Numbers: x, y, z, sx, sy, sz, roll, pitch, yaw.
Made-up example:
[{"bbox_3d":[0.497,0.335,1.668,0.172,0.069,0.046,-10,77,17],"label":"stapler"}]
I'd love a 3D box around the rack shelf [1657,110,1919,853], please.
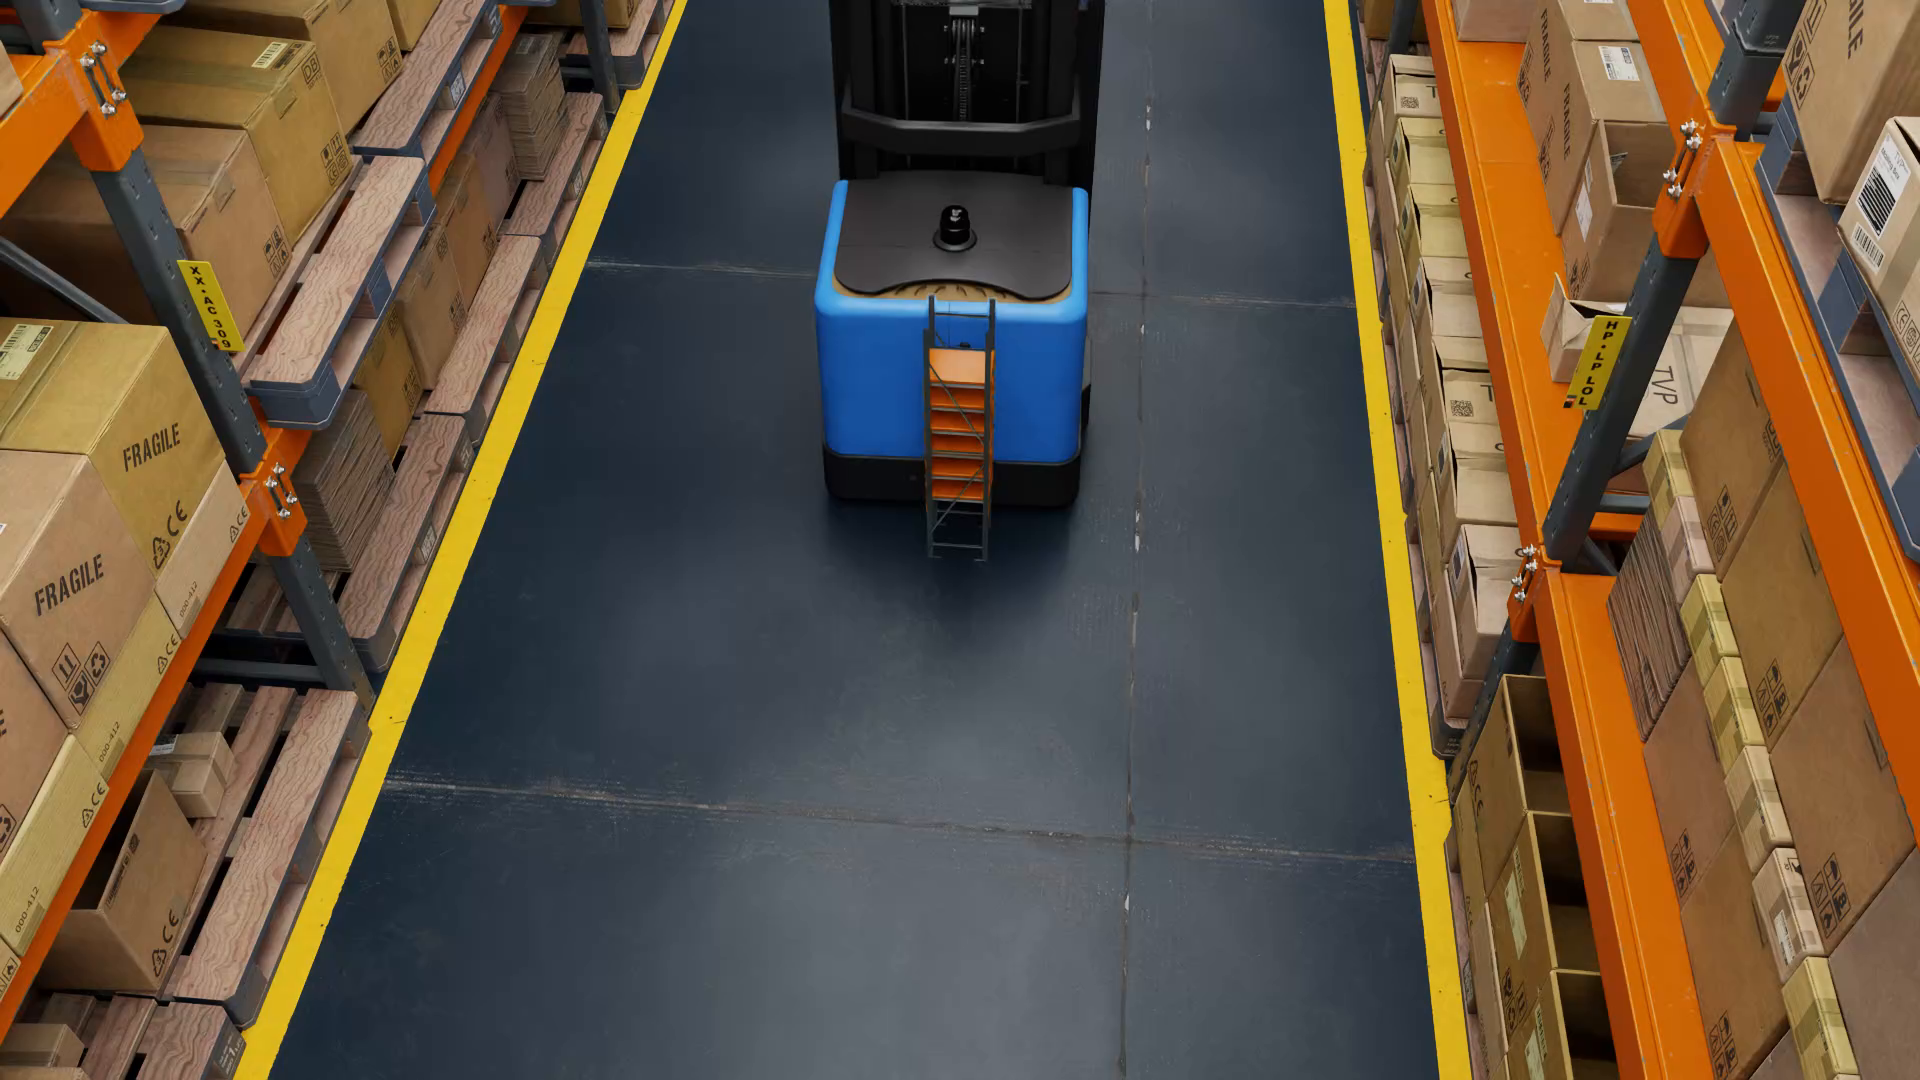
[{"bbox_3d":[2.063,0.623,2.628,1.077,0.370,4.000,4,48,4],"label":"rack shelf"}]

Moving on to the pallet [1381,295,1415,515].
[{"bbox_3d":[2.382,-0.579,7.162,1.003,0.211,1.213,4,48,4],"label":"pallet"}]

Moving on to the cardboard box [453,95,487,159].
[{"bbox_3d":[-2.452,-1.957,7.421,0.500,0.250,0.500,5,48,4],"label":"cardboard box"}]

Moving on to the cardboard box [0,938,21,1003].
[{"bbox_3d":[-2.559,1.111,3.815,0.500,0.250,0.500,4,48,4],"label":"cardboard box"}]

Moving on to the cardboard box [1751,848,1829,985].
[{"bbox_3d":[1.914,0.802,3.502,0.380,0.149,0.250,3,48,2],"label":"cardboard box"}]

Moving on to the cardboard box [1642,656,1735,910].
[{"bbox_3d":[2.169,0.604,4.123,0.700,0.500,0.500,3,48,3],"label":"cardboard box"}]

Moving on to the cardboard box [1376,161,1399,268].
[{"bbox_3d":[2.224,-1.496,7.690,0.500,0.250,0.500,3,48,2],"label":"cardboard box"}]

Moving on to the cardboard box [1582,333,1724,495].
[{"bbox_3d":[2.246,-0.391,5.202,0.500,0.250,0.500,7,48,6],"label":"cardboard box"}]

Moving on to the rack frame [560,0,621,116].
[{"bbox_3d":[-2.324,-3.347,7.804,1.000,3.000,0.127,4,48,4],"label":"rack frame"}]

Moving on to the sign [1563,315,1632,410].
[{"bbox_3d":[1.704,-0.470,4.442,0.100,0.325,0.005,4,48,4],"label":"sign"}]

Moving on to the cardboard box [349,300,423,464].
[{"bbox_3d":[-2.641,-0.637,6.722,0.700,0.500,0.500,3,48,3],"label":"cardboard box"}]

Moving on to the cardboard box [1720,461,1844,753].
[{"bbox_3d":[2.166,0.149,3.660,0.700,0.500,0.500,4,48,3],"label":"cardboard box"}]

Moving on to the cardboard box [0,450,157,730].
[{"bbox_3d":[-2.463,0.119,4.214,0.500,0.500,0.500,4,48,3],"label":"cardboard box"}]

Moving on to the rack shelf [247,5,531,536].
[{"bbox_3d":[-2.506,-1.634,6.725,1.077,0.370,4.000,4,48,4],"label":"rack shelf"}]

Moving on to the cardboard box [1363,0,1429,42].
[{"bbox_3d":[2.461,-3.024,8.905,0.500,0.500,0.500,6,48,5],"label":"cardboard box"}]

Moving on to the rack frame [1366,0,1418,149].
[{"bbox_3d":[2.610,-3.016,7.502,1.000,3.000,0.127,4,48,4],"label":"rack frame"}]

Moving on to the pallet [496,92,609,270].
[{"bbox_3d":[-2.397,-1.831,8.308,1.003,0.211,1.213,4,48,4],"label":"pallet"}]

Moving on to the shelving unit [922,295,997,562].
[{"bbox_3d":[-0.001,-0.394,6.323,0.258,1.200,0.189,4,48,4],"label":"shelving unit"}]

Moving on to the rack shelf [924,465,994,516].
[{"bbox_3d":[-0.001,-0.202,6.533,0.258,0.103,0.180,4,48,4],"label":"rack shelf"}]

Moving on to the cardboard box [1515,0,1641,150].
[{"bbox_3d":[2.473,-1.816,6.336,0.500,0.500,0.500,2,48,1],"label":"cardboard box"}]

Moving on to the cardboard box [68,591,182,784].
[{"bbox_3d":[-2.483,0.370,4.492,0.500,0.250,0.500,4,48,4],"label":"cardboard box"}]

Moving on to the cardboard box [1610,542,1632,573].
[{"bbox_3d":[2.531,0.233,5.729,0.500,0.311,0.500,4,48,4],"label":"cardboard box"}]

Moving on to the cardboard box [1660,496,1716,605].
[{"bbox_3d":[2.005,0.039,4.200,0.380,0.149,0.250,5,48,4],"label":"cardboard box"}]

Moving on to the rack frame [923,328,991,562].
[{"bbox_3d":[-0.010,-0.327,6.262,0.240,1.200,0.006,4,48,4],"label":"rack frame"}]

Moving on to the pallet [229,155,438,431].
[{"bbox_3d":[-2.474,-0.894,5.691,1.003,0.211,1.213,4,48,4],"label":"pallet"}]

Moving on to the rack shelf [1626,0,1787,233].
[{"bbox_3d":[2.427,-2.316,5.316,1.077,0.370,4.000,4,48,4],"label":"rack shelf"}]

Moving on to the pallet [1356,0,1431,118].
[{"bbox_3d":[2.715,-2.621,9.030,1.003,0.211,1.213,4,48,4],"label":"pallet"}]

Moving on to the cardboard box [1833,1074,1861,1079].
[{"bbox_3d":[1.865,1.176,3.160,0.380,0.149,0.250,3,48,3],"label":"cardboard box"}]

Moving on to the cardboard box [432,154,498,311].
[{"bbox_3d":[-2.517,-1.381,7.402,0.700,0.500,0.500,4,48,3],"label":"cardboard box"}]

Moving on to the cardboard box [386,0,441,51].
[{"bbox_3d":[-2.448,-2.266,6.450,0.700,0.500,0.500,4,48,4],"label":"cardboard box"}]

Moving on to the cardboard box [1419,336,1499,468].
[{"bbox_3d":[2.085,-0.546,6.441,0.500,0.311,0.500,4,48,3],"label":"cardboard box"}]

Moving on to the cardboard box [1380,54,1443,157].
[{"bbox_3d":[2.269,-2.054,7.821,0.500,0.311,0.500,5,48,5],"label":"cardboard box"}]

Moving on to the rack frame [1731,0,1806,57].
[{"bbox_3d":[2.245,-2.102,2.600,1.000,3.000,0.127,4,48,4],"label":"rack frame"}]

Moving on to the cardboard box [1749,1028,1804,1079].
[{"bbox_3d":[2.074,1.349,3.442,0.700,0.500,0.500,5,48,5],"label":"cardboard box"}]

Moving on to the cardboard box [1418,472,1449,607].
[{"bbox_3d":[2.042,0.013,6.310,0.500,0.250,0.500,3,48,3],"label":"cardboard box"}]

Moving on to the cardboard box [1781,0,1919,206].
[{"bbox_3d":[1.937,-0.960,3.141,0.500,0.500,0.500,7,48,7],"label":"cardboard box"}]

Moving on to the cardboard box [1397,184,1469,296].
[{"bbox_3d":[2.181,-1.293,7.125,0.500,0.311,0.500,3,48,2],"label":"cardboard box"}]

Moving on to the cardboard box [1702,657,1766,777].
[{"bbox_3d":[1.961,0.422,3.850,0.380,0.149,0.250,3,48,3],"label":"cardboard box"}]

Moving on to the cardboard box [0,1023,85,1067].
[{"bbox_3d":[-2.854,1.580,4.932,0.380,0.149,0.250,0,48,0],"label":"cardboard box"}]

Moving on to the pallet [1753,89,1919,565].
[{"bbox_3d":[2.193,-0.431,3.165,1.003,0.211,1.213,4,48,4],"label":"pallet"}]

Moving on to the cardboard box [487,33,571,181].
[{"bbox_3d":[-2.338,-2.119,8.077,0.700,0.500,0.500,4,48,4],"label":"cardboard box"}]

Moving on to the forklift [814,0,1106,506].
[{"bbox_3d":[0.041,-2.211,6.812,1.130,2.935,3.031,2,48,2],"label":"forklift"}]

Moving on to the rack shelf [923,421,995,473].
[{"bbox_3d":[-0.001,-0.364,6.356,0.258,0.103,0.180,4,48,4],"label":"rack shelf"}]

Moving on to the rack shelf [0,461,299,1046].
[{"bbox_3d":[-2.871,1.305,4.037,1.077,0.370,4.000,4,48,4],"label":"rack shelf"}]

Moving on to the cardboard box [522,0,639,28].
[{"bbox_3d":[-2.126,-3.294,8.929,0.750,0.750,0.750,3,48,3],"label":"cardboard box"}]

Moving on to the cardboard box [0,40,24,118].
[{"bbox_3d":[-2.488,-1.071,3.608,0.500,0.500,0.500,5,48,5],"label":"cardboard box"}]

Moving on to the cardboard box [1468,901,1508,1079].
[{"bbox_3d":[1.850,1.397,5.044,0.500,0.250,0.500,4,48,4],"label":"cardboard box"}]

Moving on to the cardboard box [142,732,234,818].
[{"bbox_3d":[-2.707,0.796,5.637,0.380,0.166,0.250,-2,48,-2],"label":"cardboard box"}]

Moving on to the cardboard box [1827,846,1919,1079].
[{"bbox_3d":[2.074,0.884,2.987,0.700,0.500,0.500,4,48,4],"label":"cardboard box"}]

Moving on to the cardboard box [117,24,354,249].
[{"bbox_3d":[-2.550,-1.371,5.632,0.700,0.500,0.500,8,48,8],"label":"cardboard box"}]

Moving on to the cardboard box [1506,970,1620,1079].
[{"bbox_3d":[1.800,1.511,4.432,0.500,0.500,0.500,4,48,4],"label":"cardboard box"}]

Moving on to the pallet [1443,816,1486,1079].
[{"bbox_3d":[2.131,1.446,5.311,1.003,0.211,1.213,4,48,4],"label":"pallet"}]

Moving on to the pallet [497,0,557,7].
[{"bbox_3d":[-2.283,-2.751,7.389,1.213,0.211,1.003,4,48,4],"label":"pallet"}]

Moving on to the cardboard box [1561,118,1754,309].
[{"bbox_3d":[2.379,-1.061,5.646,0.500,0.500,0.500,7,48,6],"label":"cardboard box"}]

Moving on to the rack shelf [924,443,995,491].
[{"bbox_3d":[-0.001,-0.283,6.445,0.258,0.103,0.180,4,48,4],"label":"rack shelf"}]

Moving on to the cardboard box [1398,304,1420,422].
[{"bbox_3d":[2.136,-0.736,6.995,0.500,0.250,0.500,5,48,4],"label":"cardboard box"}]

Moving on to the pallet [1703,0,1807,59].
[{"bbox_3d":[2.312,-1.674,4.371,0.805,0.209,1.217,2,48,2],"label":"pallet"}]

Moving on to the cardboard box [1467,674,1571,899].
[{"bbox_3d":[1.891,0.776,5.104,0.500,0.500,0.500,4,48,4],"label":"cardboard box"}]

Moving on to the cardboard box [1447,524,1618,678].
[{"bbox_3d":[1.996,0.203,5.756,0.500,0.311,0.500,4,48,4],"label":"cardboard box"}]

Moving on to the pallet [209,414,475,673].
[{"bbox_3d":[-2.619,-0.038,6.668,1.003,0.211,1.213,4,48,4],"label":"pallet"}]
